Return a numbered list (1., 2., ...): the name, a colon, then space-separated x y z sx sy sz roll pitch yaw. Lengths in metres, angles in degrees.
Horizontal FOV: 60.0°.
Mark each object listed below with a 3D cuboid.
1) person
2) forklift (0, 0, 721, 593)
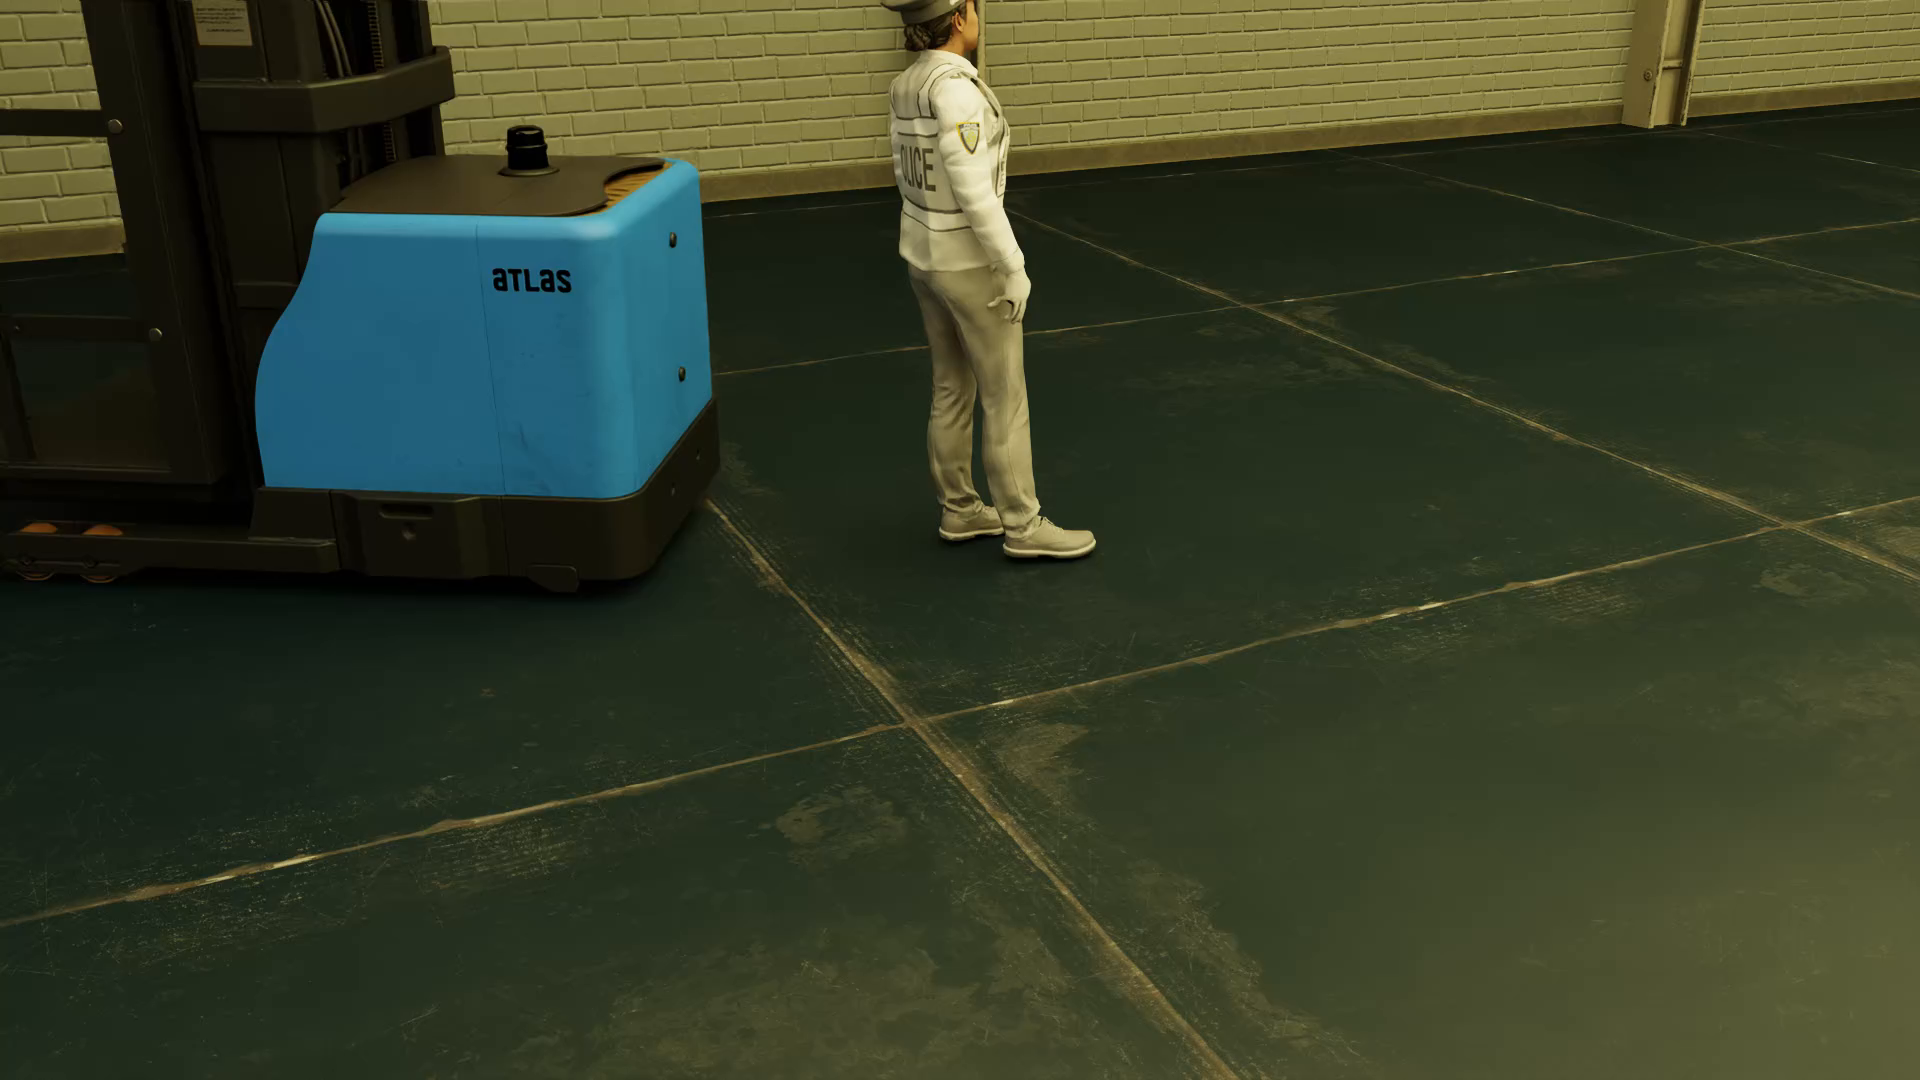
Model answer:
1. person: 0.063 -0.798 4.800 0.533 1.697 0.588 -10 25 -23
2. forklift: -2.343 -1.426 4.720 3.031 2.935 1.130 2 23 5
